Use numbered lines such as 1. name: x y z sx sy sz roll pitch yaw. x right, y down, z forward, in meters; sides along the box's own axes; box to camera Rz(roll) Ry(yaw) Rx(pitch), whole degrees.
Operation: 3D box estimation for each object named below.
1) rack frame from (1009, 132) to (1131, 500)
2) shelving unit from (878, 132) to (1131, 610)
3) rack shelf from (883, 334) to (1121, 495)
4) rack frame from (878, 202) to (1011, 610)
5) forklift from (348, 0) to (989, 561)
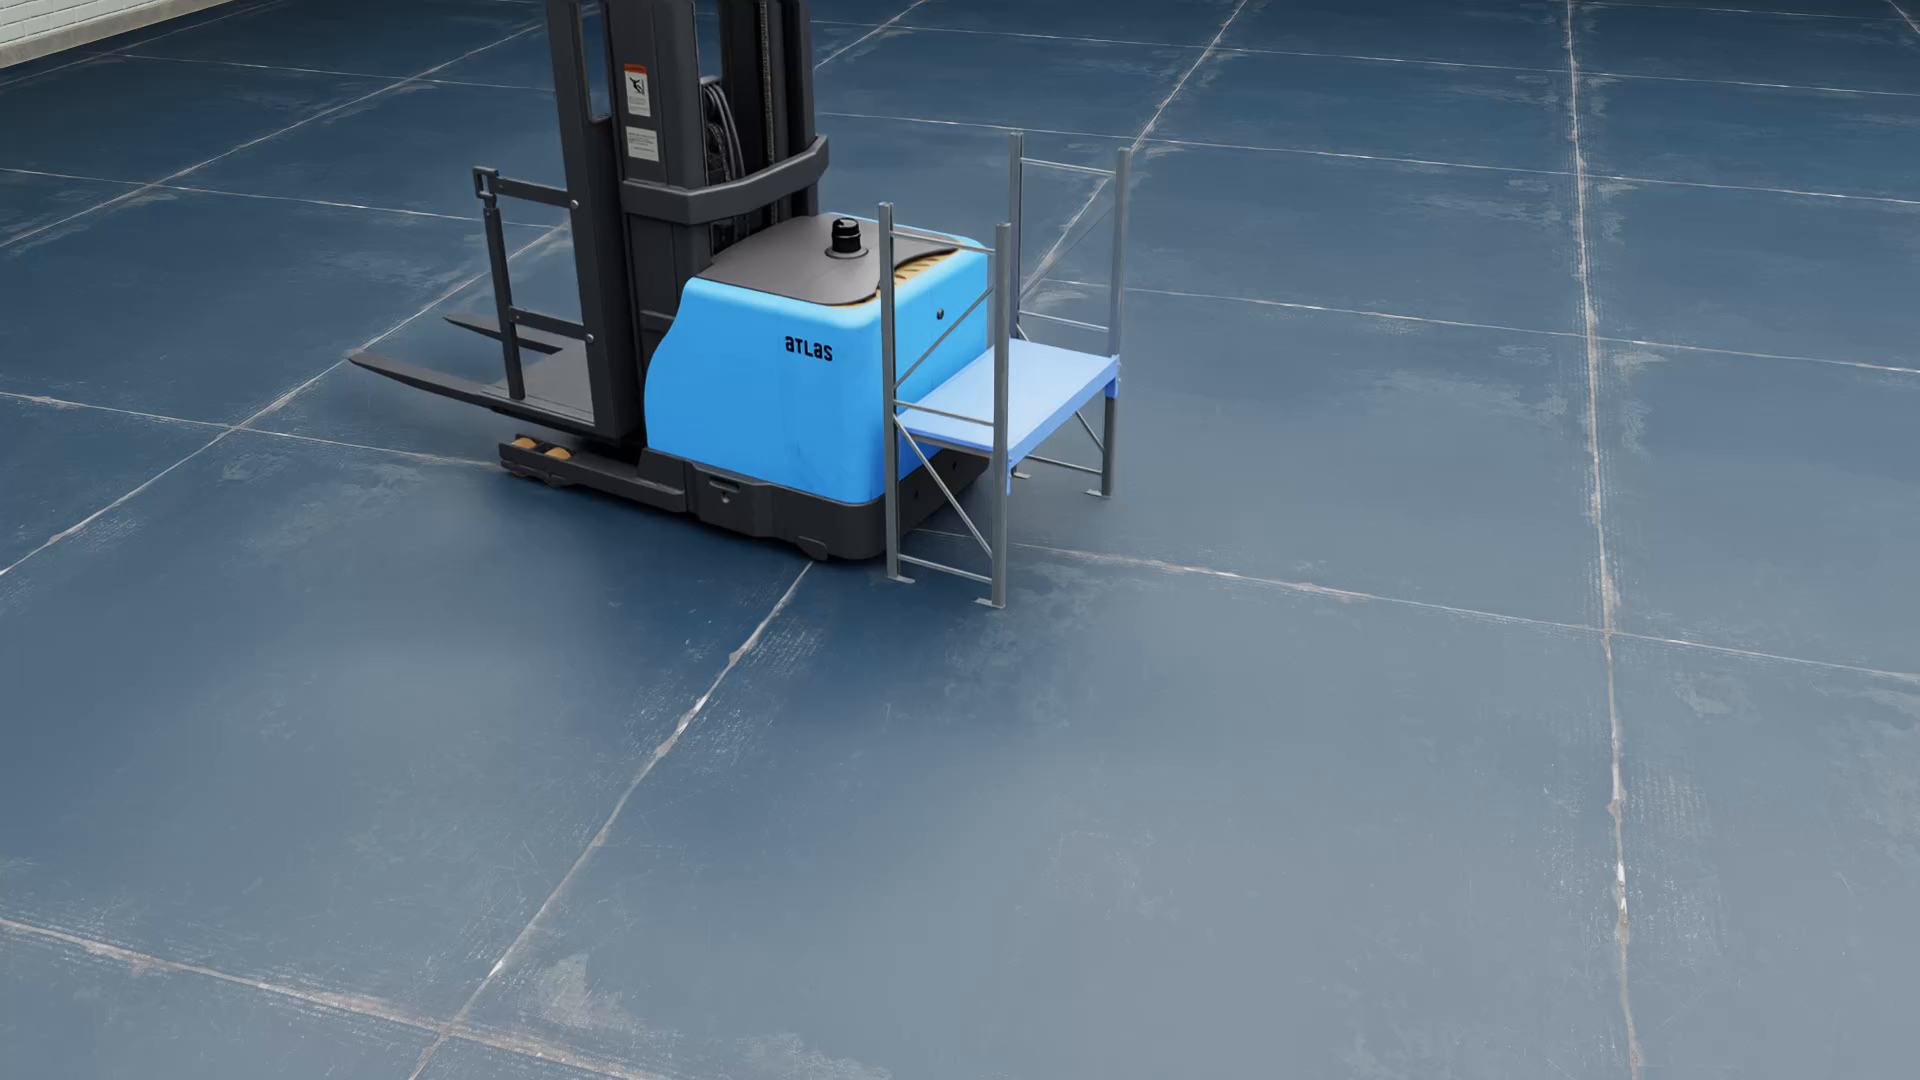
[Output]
1. rack frame: 0.424 -0.890 6.806 0.500 1.500 0.032 15 32 24
2. shelving unit: 0.184 -0.672 6.415 0.538 1.500 1.048 15 32 24
3. rack shelf: 0.184 -0.515 6.502 0.538 0.185 1.000 15 32 24
4. rack frame: -0.056 -0.454 6.023 0.500 1.500 0.032 15 32 24
5. forklift: -1.408 -1.712 6.813 3.031 2.935 1.130 16 33 26
